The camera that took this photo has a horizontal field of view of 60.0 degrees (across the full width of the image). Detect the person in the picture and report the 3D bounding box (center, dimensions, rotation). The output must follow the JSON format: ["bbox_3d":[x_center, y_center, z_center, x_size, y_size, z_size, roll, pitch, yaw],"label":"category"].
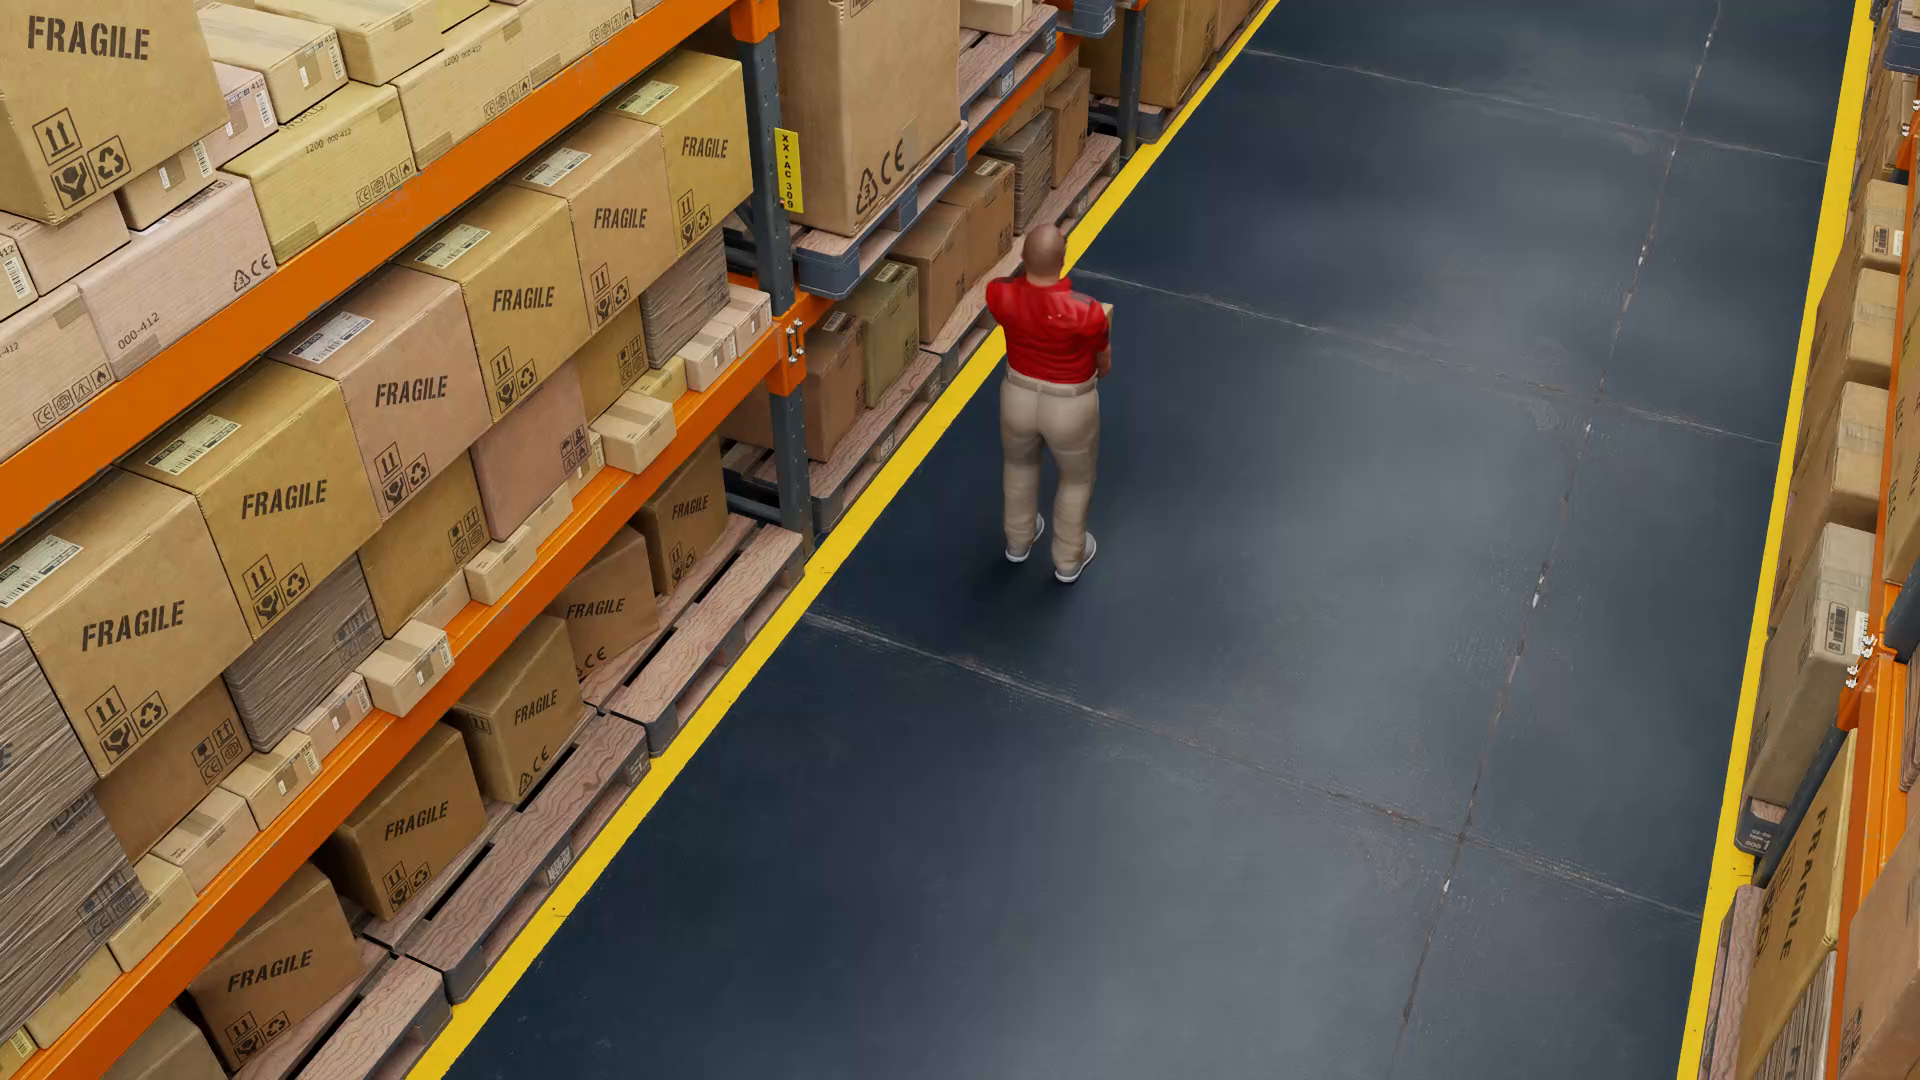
[{"bbox_3d":[0.387,-0.619,6.876,0.494,1.716,0.537,16,44,17],"label":"person"}]
